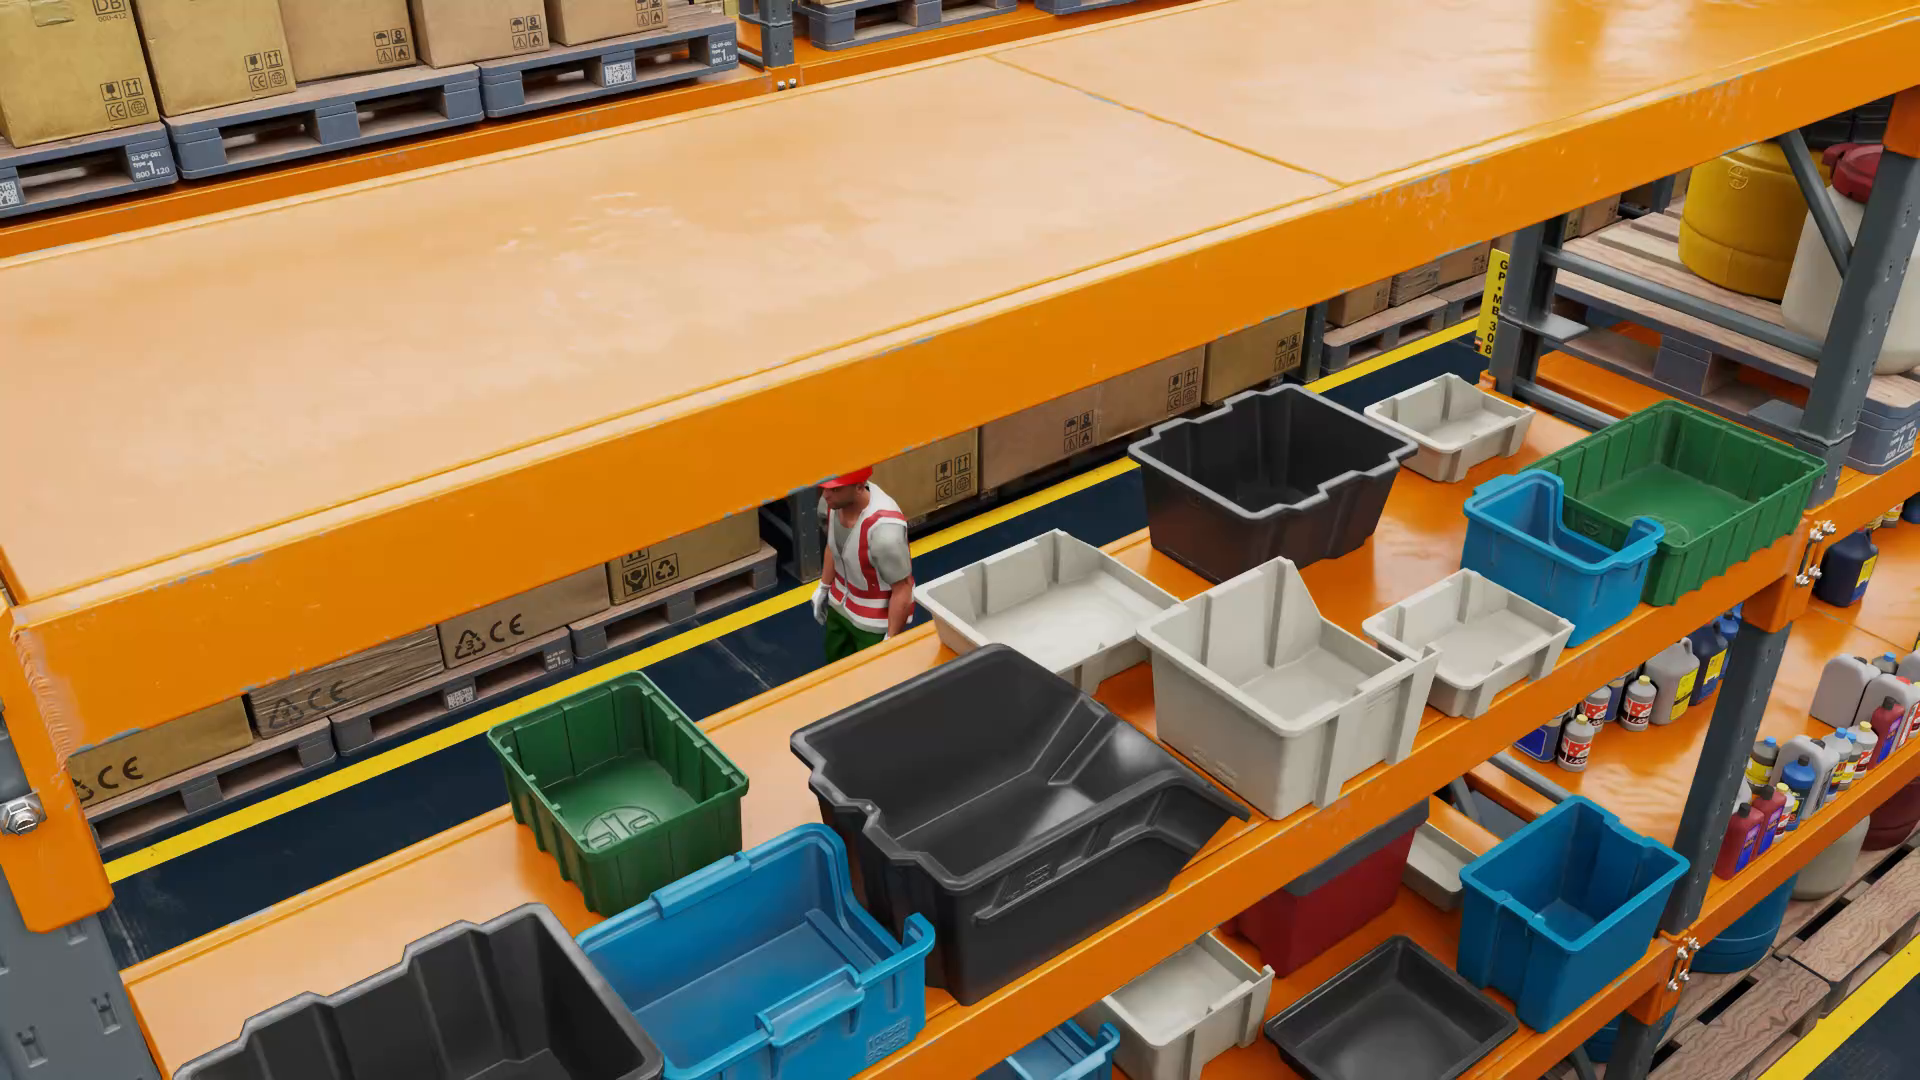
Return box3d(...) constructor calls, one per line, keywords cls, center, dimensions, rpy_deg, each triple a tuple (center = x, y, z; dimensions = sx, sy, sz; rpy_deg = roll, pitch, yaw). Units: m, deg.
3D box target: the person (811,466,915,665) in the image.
box3d(cls="person", center=(-0.437, 0.339, 7.239), dimensions=(0.448, 1.779, 0.609), rpy_deg=(-22, 38, -31))
